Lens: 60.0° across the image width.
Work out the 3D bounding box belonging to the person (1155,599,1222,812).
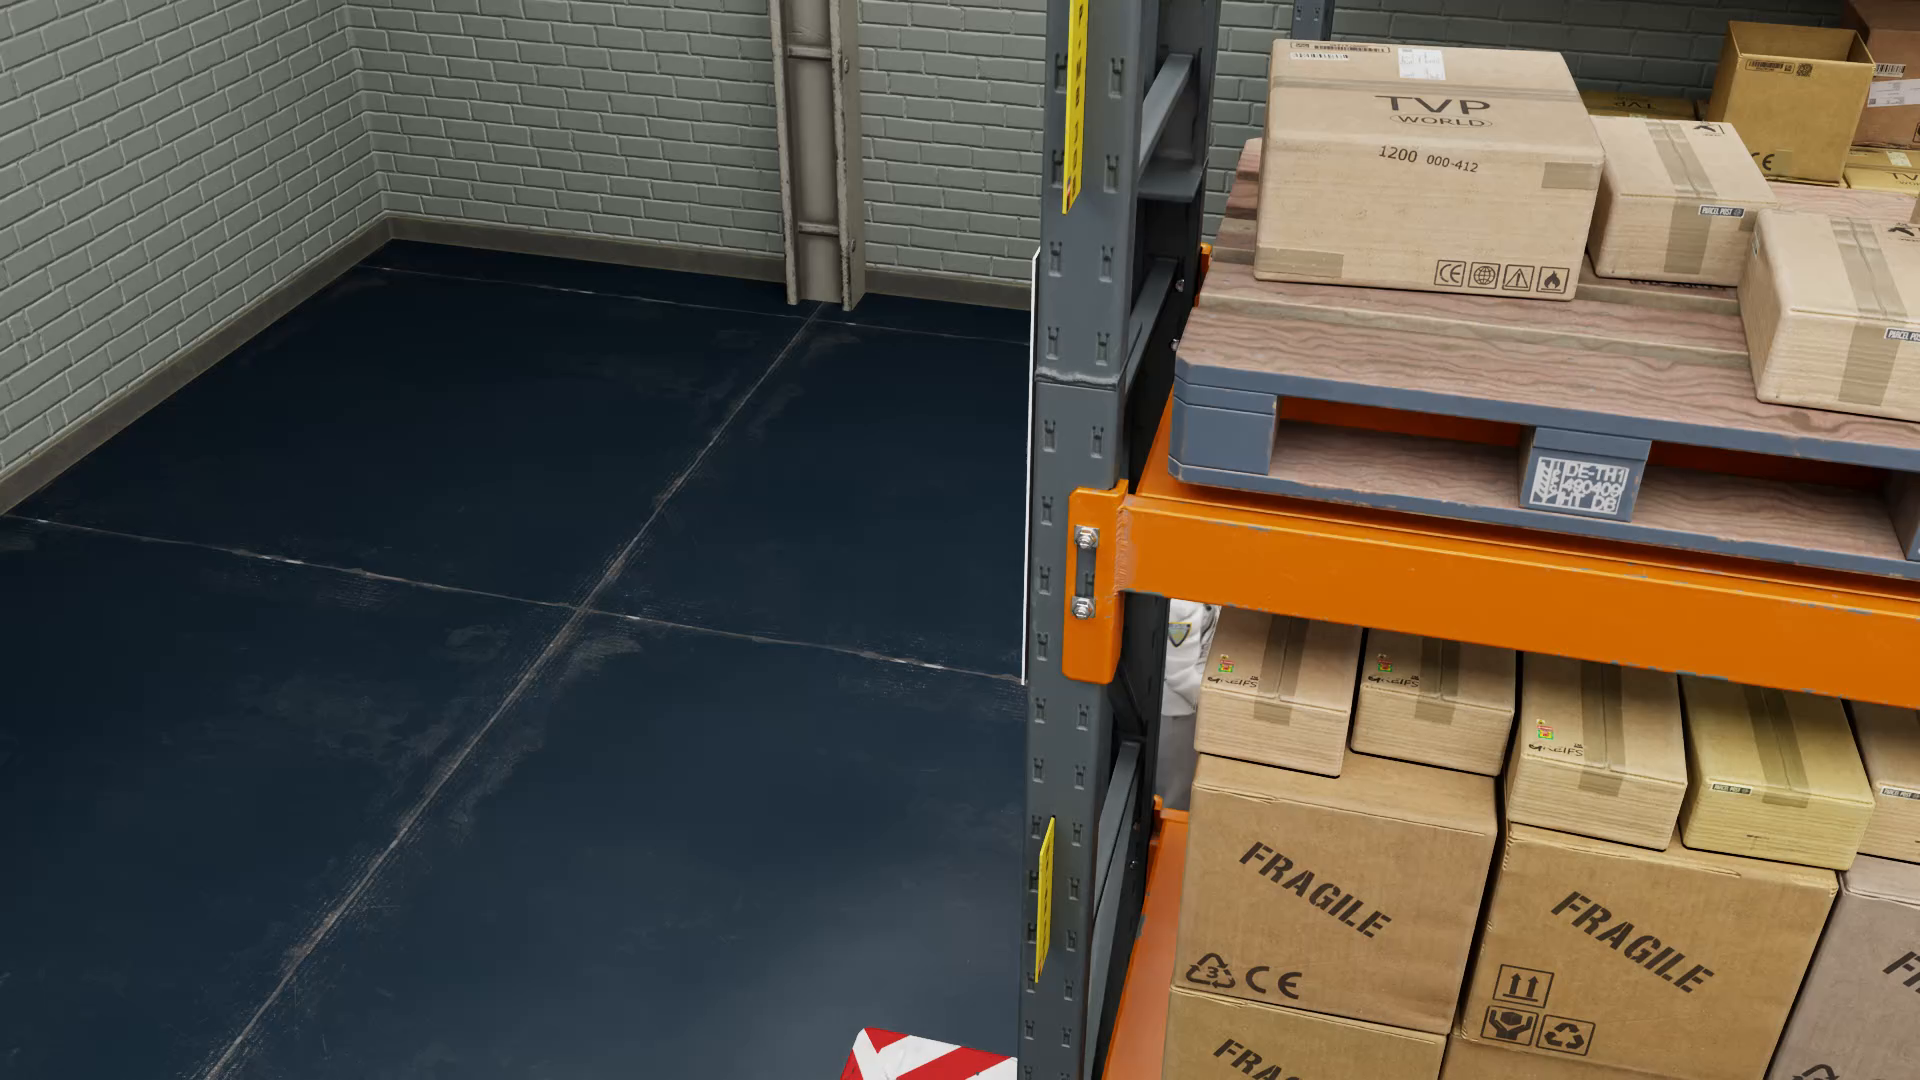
[{"bbox_3d":[0.753,0.495,5.354,0.425,1.686,0.498,8,34,12],"label":"person"}]
